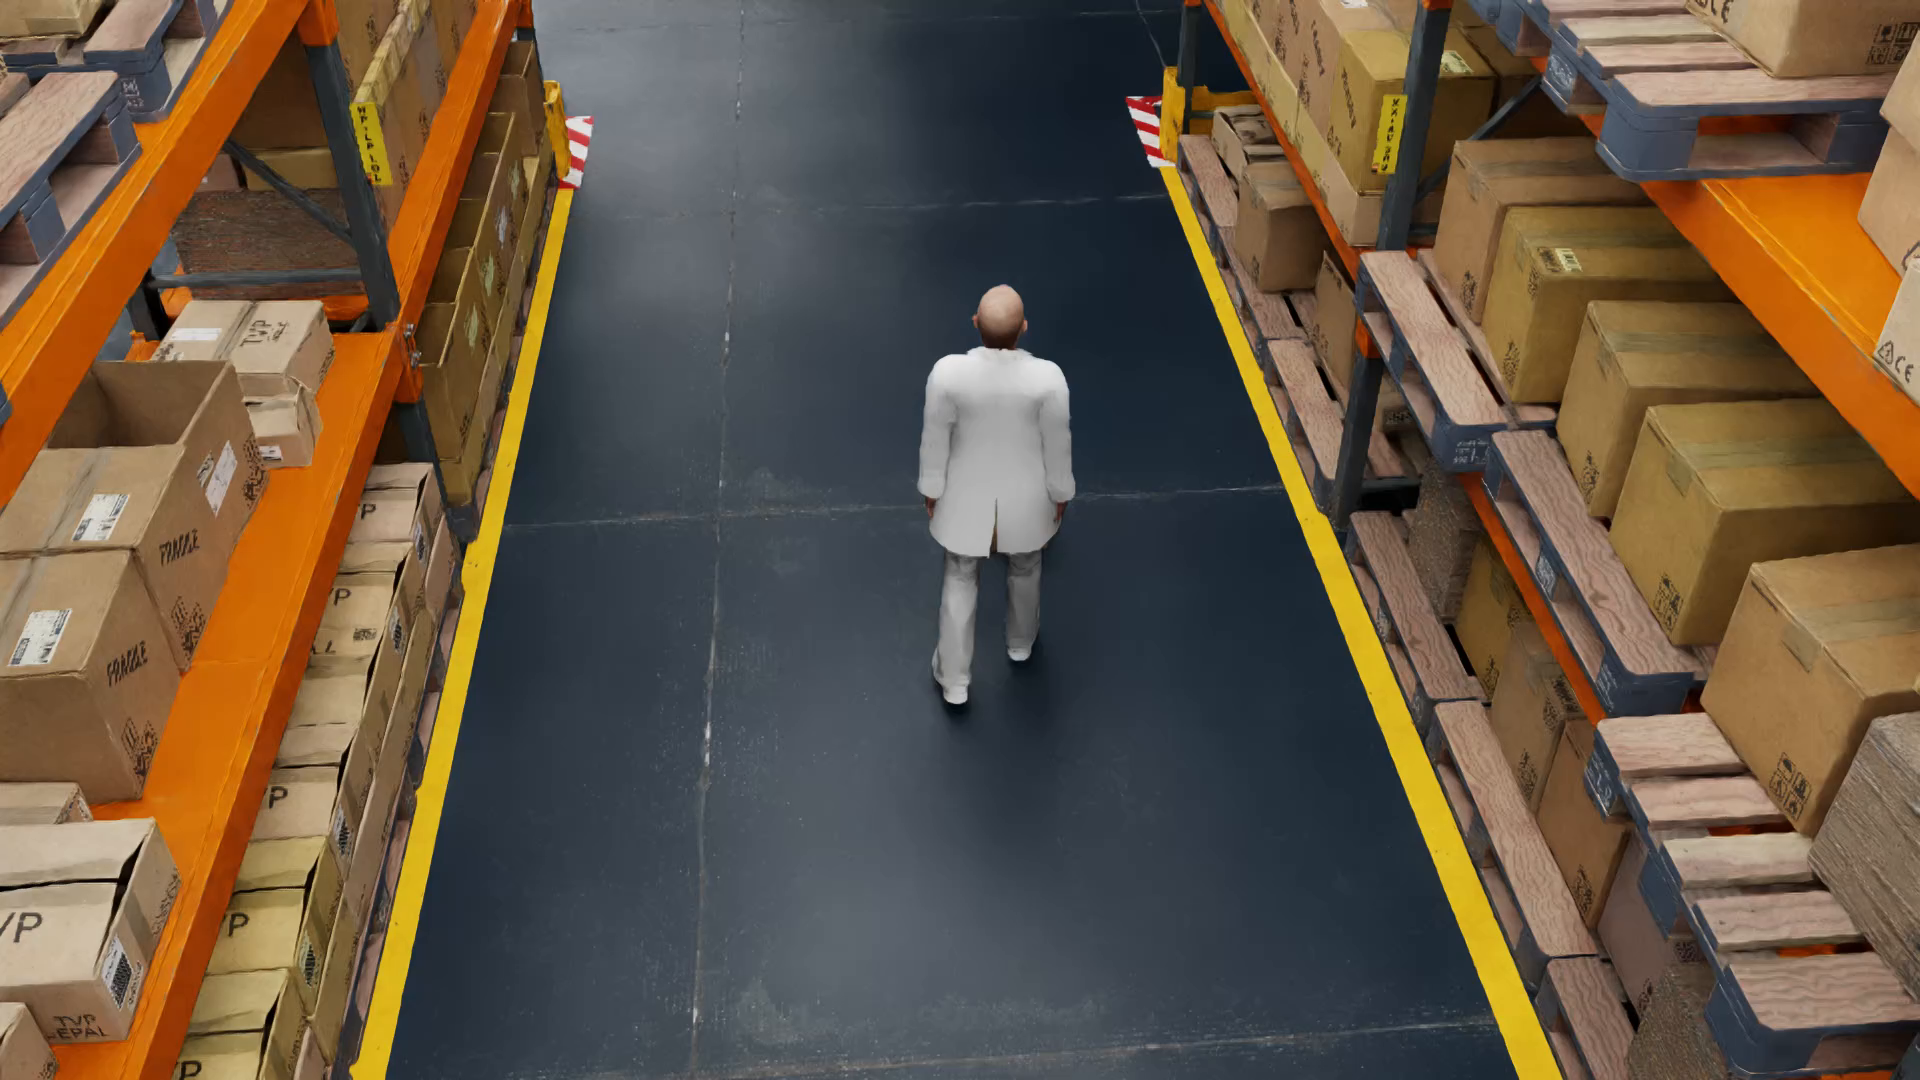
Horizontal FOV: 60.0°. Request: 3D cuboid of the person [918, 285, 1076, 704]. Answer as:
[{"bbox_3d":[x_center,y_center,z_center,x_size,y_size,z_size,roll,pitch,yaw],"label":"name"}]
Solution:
[{"bbox_3d":[0.142,-0.203,6.408,0.606,1.782,0.694,2,39,3],"label":"person"}]
